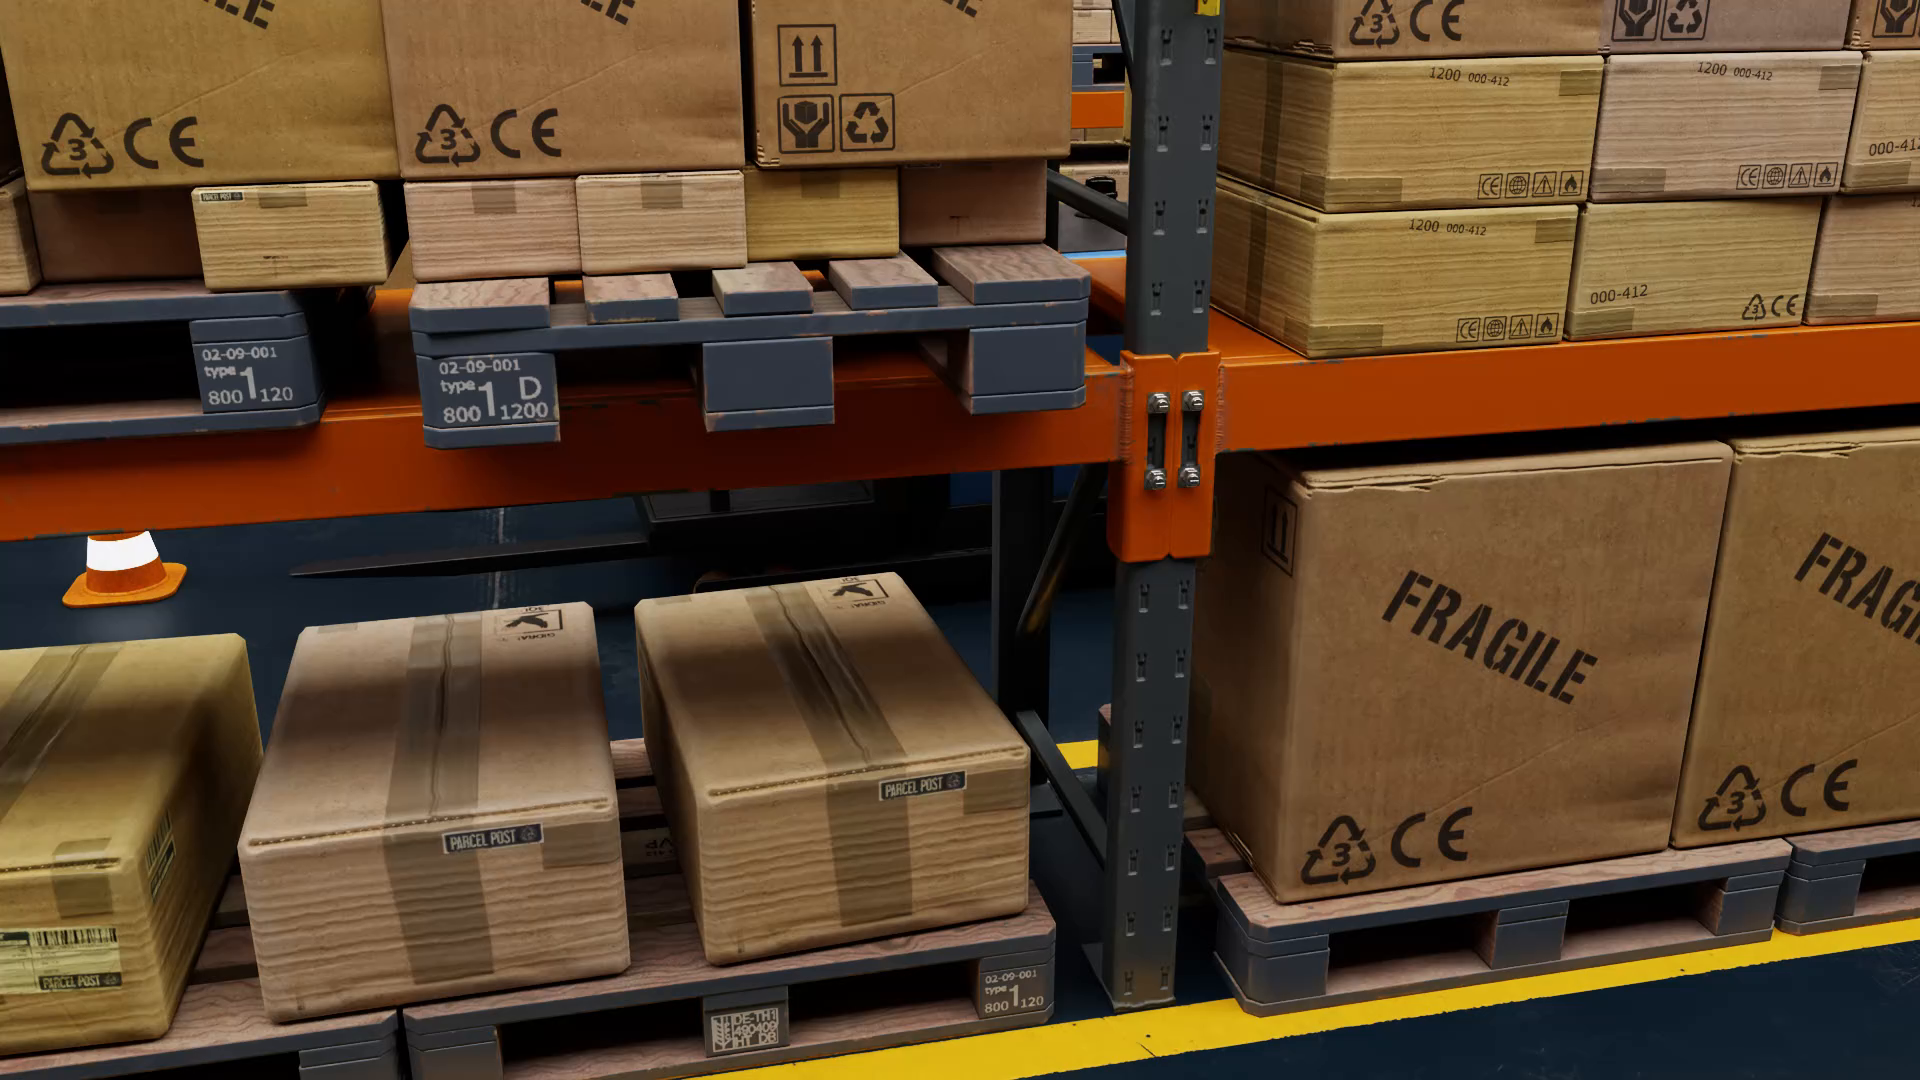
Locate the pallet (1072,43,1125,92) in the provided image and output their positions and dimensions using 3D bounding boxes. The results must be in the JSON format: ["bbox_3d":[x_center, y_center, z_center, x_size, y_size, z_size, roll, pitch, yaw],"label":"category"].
[{"bbox_3d":[0.930,-2.377,8.223,1.213,0.211,1.003,-5,21,-12],"label":"pallet"}]

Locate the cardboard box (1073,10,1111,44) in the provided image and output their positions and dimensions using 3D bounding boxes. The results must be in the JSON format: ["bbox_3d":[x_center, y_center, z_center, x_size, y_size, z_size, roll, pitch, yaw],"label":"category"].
[{"bbox_3d":[0.539,-2.431,7.844,0.250,0.149,0.380,-4,20,-11],"label":"cardboard box"}]

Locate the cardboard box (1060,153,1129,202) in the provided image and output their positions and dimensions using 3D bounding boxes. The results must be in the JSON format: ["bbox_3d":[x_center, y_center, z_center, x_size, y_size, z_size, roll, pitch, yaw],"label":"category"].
[{"bbox_3d":[0.718,-1.721,8.086,0.500,0.250,0.500,-4,21,-12],"label":"cardboard box"}]

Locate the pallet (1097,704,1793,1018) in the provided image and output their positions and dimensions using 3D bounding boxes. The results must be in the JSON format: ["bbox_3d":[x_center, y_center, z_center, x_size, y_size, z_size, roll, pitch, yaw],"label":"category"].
[{"bbox_3d":[1.035,0.624,3.804,1.213,0.211,1.003,-5,21,-12],"label":"pallet"}]

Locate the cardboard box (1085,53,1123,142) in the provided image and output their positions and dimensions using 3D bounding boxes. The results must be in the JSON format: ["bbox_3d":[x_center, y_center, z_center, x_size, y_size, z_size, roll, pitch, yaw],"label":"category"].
[{"bbox_3d":[1.244,-3.424,13.280,0.875,0.875,1.225,-5,21,-12],"label":"cardboard box"}]

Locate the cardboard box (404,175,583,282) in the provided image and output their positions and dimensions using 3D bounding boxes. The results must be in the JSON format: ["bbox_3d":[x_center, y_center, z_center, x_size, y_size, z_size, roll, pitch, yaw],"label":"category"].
[{"bbox_3d":[-0.741,-0.525,2.642,0.250,0.149,0.380,-6,21,-15],"label":"cardboard box"}]

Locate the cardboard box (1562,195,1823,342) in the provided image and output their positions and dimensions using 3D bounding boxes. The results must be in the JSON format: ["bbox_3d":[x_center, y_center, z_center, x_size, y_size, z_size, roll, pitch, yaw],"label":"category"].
[{"bbox_3d":[1.280,-0.579,3.252,0.500,0.250,0.500,-5,21,-14],"label":"cardboard box"}]

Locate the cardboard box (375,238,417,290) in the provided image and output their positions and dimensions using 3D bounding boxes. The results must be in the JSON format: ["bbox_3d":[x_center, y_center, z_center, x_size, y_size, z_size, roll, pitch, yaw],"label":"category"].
[{"bbox_3d":[-2.451,-1.350,7.798,0.750,0.750,1.050,-4,21,-12],"label":"cardboard box"}]

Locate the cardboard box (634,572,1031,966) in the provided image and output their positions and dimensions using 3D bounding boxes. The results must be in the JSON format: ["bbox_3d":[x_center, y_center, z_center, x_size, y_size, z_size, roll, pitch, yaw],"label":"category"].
[{"bbox_3d":[-0.302,0.430,3.490,0.625,0.372,0.950,-6,21,-16],"label":"cardboard box"}]

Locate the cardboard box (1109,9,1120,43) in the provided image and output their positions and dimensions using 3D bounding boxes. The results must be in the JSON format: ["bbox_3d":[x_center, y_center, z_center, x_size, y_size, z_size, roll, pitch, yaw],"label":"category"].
[{"bbox_3d":[0.784,-2.450,7.896,0.250,0.149,0.380,-4,21,-12],"label":"cardboard box"}]

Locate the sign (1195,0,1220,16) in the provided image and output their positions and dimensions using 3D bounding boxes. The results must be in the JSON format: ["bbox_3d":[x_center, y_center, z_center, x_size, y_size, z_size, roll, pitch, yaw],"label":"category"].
[{"bbox_3d":[0.384,-0.974,2.544,0.005,0.325,0.100,-5,21,-12],"label":"sign"}]

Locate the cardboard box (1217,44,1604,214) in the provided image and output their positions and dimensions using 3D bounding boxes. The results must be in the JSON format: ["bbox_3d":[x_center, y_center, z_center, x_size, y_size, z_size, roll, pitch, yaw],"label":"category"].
[{"bbox_3d":[0.800,-0.770,3.047,0.500,0.250,0.500,-5,21,-13],"label":"cardboard box"}]

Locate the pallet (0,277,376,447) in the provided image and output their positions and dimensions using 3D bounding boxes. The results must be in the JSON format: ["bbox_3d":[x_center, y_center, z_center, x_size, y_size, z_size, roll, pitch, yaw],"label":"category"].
[{"bbox_3d":[-1.667,-0.388,2.791,1.213,0.211,1.003,-5,21,-12],"label":"pallet"}]

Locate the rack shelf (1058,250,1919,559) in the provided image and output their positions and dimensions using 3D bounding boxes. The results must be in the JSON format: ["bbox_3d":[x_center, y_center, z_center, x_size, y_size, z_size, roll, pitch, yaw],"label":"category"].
[{"bbox_3d":[2.196,-0.469,3.779,4.000,0.370,1.077,-5,21,-12],"label":"rack shelf"}]

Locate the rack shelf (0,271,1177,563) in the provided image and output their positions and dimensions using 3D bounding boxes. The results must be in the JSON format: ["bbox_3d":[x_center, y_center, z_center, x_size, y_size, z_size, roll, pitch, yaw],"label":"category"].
[{"bbox_3d":[-1.696,-0.152,2.915,4.000,0.370,1.077,-5,21,-12],"label":"rack shelf"}]

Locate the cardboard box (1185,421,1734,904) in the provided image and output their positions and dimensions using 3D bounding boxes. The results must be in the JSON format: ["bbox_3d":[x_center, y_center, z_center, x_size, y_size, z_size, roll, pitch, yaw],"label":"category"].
[{"bbox_3d":[0.941,0.125,3.590,0.875,0.875,0.875,-5,21,-13],"label":"cardboard box"}]

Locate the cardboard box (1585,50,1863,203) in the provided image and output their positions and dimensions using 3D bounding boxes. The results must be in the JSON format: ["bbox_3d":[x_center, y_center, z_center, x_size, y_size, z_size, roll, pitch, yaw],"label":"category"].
[{"bbox_3d":[1.303,-0.811,3.158,0.500,0.250,0.500,-4,21,-11],"label":"cardboard box"}]

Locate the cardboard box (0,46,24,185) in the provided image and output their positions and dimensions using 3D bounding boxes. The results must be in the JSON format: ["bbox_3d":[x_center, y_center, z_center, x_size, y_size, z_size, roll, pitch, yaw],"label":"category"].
[{"bbox_3d":[-1.651,-0.775,2.381,0.500,0.500,0.500,-6,21,-15],"label":"cardboard box"}]

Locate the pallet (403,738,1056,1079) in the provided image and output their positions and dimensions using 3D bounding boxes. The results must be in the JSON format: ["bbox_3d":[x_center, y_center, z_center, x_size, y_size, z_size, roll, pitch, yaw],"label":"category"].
[{"bbox_3d":[-0.511,0.722,3.535,1.213,0.211,1.003,-5,21,-12],"label":"pallet"}]

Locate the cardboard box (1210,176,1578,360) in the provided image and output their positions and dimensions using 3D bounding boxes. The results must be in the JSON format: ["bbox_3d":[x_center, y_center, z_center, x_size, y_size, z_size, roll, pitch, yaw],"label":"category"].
[{"bbox_3d":[0.784,-0.532,3.125,0.500,0.250,0.500,-5,21,-13],"label":"cardboard box"}]

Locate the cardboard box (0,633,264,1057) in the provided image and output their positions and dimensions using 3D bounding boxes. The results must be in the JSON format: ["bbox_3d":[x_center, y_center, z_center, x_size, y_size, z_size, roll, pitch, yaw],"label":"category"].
[{"bbox_3d":[-1.758,0.549,3.165,0.625,0.372,0.950,-4,20,-11],"label":"cardboard box"}]

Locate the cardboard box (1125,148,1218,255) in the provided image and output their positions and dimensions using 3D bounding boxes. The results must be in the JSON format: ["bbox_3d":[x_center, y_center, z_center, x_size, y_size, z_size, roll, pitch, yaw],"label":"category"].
[{"bbox_3d":[0.683,-0.705,3.596,0.500,0.250,0.500,-5,21,-14],"label":"cardboard box"}]

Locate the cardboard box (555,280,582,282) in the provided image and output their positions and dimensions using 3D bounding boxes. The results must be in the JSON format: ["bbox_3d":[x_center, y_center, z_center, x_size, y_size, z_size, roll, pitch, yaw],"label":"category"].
[{"bbox_3d":[-1.601,-1.420,7.990,0.750,0.750,1.050,-5,21,-13],"label":"cardboard box"}]

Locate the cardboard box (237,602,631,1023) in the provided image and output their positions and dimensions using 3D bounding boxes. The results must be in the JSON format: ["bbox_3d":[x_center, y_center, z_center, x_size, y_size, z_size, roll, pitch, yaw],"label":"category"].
[{"bbox_3d":[-1.018,0.491,3.323,0.625,0.372,0.950,-5,21,-14],"label":"cardboard box"}]

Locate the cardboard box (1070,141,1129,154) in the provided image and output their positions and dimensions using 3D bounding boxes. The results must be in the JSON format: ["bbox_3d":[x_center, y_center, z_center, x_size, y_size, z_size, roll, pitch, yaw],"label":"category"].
[{"bbox_3d":[0.605,-1.893,8.555,0.500,0.250,0.500,-4,21,-11],"label":"cardboard box"}]

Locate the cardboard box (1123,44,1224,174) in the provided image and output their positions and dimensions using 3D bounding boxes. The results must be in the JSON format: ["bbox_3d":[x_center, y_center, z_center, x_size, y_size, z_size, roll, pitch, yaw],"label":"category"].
[{"bbox_3d":[0.663,-0.936,3.500,0.500,0.250,0.500,-5,21,-13],"label":"cardboard box"}]

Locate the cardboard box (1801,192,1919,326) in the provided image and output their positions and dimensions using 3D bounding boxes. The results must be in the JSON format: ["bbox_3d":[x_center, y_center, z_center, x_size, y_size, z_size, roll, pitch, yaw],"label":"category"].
[{"bbox_3d":[1.792,-0.618,3.360,0.500,0.250,0.500,-4,20,-11],"label":"cardboard box"}]

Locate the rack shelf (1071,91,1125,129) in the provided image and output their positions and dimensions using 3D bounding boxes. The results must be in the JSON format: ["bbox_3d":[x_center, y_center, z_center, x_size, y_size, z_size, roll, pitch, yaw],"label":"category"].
[{"bbox_3d":[0.959,-2.118,8.281,4.000,0.370,1.077,-5,21,-12],"label":"rack shelf"}]

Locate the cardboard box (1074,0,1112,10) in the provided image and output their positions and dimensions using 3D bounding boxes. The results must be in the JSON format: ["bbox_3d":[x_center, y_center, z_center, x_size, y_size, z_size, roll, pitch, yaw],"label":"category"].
[{"bbox_3d":[0.540,-2.571,7.794,0.250,0.149,0.380,-5,21,-12],"label":"cardboard box"}]

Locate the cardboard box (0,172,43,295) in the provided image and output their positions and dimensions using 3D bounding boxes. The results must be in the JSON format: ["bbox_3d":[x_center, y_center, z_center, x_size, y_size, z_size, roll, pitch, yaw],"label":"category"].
[{"bbox_3d":[-1.504,-0.474,2.501,0.250,0.149,0.380,-5,21,-14],"label":"cardboard box"}]

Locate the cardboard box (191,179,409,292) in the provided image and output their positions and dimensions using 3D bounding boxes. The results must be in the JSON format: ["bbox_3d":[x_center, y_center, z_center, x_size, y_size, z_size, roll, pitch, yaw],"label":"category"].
[{"bbox_3d":[-1.005,-0.499,2.570,0.250,0.149,0.380,-4,21,-12],"label":"cardboard box"}]

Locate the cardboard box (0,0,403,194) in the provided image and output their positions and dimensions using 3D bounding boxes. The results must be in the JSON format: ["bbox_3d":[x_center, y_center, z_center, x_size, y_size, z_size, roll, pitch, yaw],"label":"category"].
[{"bbox_3d":[-1.120,-0.818,2.499,0.500,0.500,0.500,-6,21,-16],"label":"cardboard box"}]

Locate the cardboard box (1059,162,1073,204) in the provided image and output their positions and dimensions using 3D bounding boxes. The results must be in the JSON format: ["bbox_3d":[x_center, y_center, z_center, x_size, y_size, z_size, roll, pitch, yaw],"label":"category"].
[{"bbox_3d":[0.233,-1.686,7.991,0.500,0.250,0.500,-5,21,-13],"label":"cardboard box"}]

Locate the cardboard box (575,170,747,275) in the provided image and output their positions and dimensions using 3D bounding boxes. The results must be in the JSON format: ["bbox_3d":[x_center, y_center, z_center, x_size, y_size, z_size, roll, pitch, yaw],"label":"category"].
[{"bbox_3d":[-0.494,-0.542,2.689,0.250,0.149,0.380,-5,21,-13],"label":"cardboard box"}]

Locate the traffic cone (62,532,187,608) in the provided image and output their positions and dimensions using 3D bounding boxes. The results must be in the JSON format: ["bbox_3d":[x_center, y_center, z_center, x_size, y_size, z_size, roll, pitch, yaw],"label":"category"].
[{"bbox_3d":[-2.706,-0.065,5.319,0.334,0.463,0.336,-5,21,-12],"label":"traffic cone"}]

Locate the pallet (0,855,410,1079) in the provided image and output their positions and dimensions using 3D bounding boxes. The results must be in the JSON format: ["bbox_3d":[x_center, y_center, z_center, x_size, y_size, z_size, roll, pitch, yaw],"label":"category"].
[{"bbox_3d":[-1.696,0.818,3.275,1.213,0.211,1.003,-5,21,-12],"label":"pallet"}]

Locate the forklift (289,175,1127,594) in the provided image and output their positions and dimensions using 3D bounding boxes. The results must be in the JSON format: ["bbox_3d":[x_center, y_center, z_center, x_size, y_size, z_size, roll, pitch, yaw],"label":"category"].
[{"bbox_3d":[-0.606,-1.316,5.147,3.031,2.935,1.130,-6,21,-15],"label":"forklift"}]

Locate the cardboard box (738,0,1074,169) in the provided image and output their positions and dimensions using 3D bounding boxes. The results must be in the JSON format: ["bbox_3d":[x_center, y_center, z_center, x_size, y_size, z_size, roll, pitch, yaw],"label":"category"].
[{"bbox_3d":[-0.128,-0.903,2.730,0.500,0.500,0.500,-5,21,-14],"label":"cardboard box"}]

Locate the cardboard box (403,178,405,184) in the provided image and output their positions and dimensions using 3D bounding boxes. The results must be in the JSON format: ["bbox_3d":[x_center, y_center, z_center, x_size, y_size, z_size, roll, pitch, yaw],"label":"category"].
[{"bbox_3d":[-0.941,-0.732,3.206,0.250,0.149,0.380,-5,21,-12],"label":"cardboard box"}]

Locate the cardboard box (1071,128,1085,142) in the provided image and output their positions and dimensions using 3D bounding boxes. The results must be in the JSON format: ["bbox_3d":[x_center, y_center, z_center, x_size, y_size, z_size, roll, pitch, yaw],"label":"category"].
[{"bbox_3d":[0.375,-3.353,13.086,0.875,0.875,1.225,-5,21,-14],"label":"cardboard box"}]

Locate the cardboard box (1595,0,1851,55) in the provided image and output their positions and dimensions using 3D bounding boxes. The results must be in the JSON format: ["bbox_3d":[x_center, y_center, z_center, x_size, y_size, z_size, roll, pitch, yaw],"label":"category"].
[{"bbox_3d":[1.267,-1.164,3.033,0.500,0.500,0.500,-5,21,-12],"label":"cardboard box"}]

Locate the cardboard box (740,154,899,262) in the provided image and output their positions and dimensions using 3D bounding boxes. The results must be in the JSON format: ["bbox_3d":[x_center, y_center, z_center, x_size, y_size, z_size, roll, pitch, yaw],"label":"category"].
[{"bbox_3d":[-0.259,-0.577,2.784,0.250,0.149,0.380,-4,21,-12],"label":"cardboard box"}]

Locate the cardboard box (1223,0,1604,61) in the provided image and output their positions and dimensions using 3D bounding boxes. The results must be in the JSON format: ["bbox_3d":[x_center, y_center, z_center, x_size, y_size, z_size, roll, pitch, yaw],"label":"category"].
[{"bbox_3d":[0.786,-1.122,2.917,0.500,0.500,0.500,-5,21,-14],"label":"cardboard box"}]

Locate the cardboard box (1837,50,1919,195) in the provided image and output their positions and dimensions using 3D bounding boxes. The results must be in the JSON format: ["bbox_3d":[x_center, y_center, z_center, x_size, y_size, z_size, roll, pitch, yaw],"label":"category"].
[{"bbox_3d":[1.791,-0.846,3.254,0.500,0.250,0.500,-5,21,-13],"label":"cardboard box"}]

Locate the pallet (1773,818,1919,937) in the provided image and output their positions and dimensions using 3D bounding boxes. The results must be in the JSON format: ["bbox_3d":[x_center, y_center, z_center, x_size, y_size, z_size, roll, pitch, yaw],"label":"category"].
[{"bbox_3d":[2.220,0.529,4.065,1.213,0.211,1.003,-5,21,-12],"label":"pallet"}]

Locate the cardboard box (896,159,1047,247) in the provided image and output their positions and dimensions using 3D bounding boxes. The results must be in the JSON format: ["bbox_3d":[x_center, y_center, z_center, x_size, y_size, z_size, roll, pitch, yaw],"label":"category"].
[{"bbox_3d":[-0.015,-0.623,2.908,0.250,0.149,0.380,-4,20,-10],"label":"cardboard box"}]

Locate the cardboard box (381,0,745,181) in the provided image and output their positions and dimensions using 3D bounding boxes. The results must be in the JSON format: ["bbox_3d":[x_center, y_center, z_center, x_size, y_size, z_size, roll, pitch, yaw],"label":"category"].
[{"bbox_3d":[-0.629,-0.858,2.609,0.500,0.500,0.500,-5,21,-13],"label":"cardboard box"}]

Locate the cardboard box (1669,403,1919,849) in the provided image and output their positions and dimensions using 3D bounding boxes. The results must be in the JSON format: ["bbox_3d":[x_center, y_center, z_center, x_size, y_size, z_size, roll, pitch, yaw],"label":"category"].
[{"bbox_3d":[1.810,0.056,3.779,0.875,0.875,0.875,-4,21,-12],"label":"cardboard box"}]

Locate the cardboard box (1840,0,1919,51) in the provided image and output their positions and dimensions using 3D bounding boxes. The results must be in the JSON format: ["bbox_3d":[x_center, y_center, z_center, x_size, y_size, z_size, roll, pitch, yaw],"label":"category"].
[{"bbox_3d":[1.774,-1.200,3.131,0.500,0.500,0.500,-4,21,-11],"label":"cardboard box"}]

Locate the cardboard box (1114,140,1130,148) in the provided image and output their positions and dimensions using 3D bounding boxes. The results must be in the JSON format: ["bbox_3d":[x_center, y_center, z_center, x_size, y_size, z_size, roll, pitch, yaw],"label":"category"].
[{"bbox_3d":[1.111,-1.937,8.676,0.500,0.250,0.500,-4,20,-10],"label":"cardboard box"}]

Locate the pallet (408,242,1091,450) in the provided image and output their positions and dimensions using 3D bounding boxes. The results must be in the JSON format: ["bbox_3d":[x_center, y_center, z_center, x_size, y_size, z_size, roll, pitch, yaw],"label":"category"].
[{"bbox_3d":[-0.419,-0.466,3.005,1.003,0.211,1.213,-5,21,-12],"label":"pallet"}]

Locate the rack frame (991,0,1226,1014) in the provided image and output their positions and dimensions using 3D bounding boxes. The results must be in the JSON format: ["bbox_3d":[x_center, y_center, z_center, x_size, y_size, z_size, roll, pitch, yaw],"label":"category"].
[{"bbox_3d":[0.250,-0.648,3.223,0.127,3.000,1.000,-5,21,-12],"label":"rack frame"}]

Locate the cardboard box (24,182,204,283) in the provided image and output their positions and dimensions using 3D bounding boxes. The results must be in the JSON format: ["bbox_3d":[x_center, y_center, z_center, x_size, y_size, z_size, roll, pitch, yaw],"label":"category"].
[{"bbox_3d":[-1.279,-0.521,2.630,0.250,0.149,0.380,-4,21,-12],"label":"cardboard box"}]
